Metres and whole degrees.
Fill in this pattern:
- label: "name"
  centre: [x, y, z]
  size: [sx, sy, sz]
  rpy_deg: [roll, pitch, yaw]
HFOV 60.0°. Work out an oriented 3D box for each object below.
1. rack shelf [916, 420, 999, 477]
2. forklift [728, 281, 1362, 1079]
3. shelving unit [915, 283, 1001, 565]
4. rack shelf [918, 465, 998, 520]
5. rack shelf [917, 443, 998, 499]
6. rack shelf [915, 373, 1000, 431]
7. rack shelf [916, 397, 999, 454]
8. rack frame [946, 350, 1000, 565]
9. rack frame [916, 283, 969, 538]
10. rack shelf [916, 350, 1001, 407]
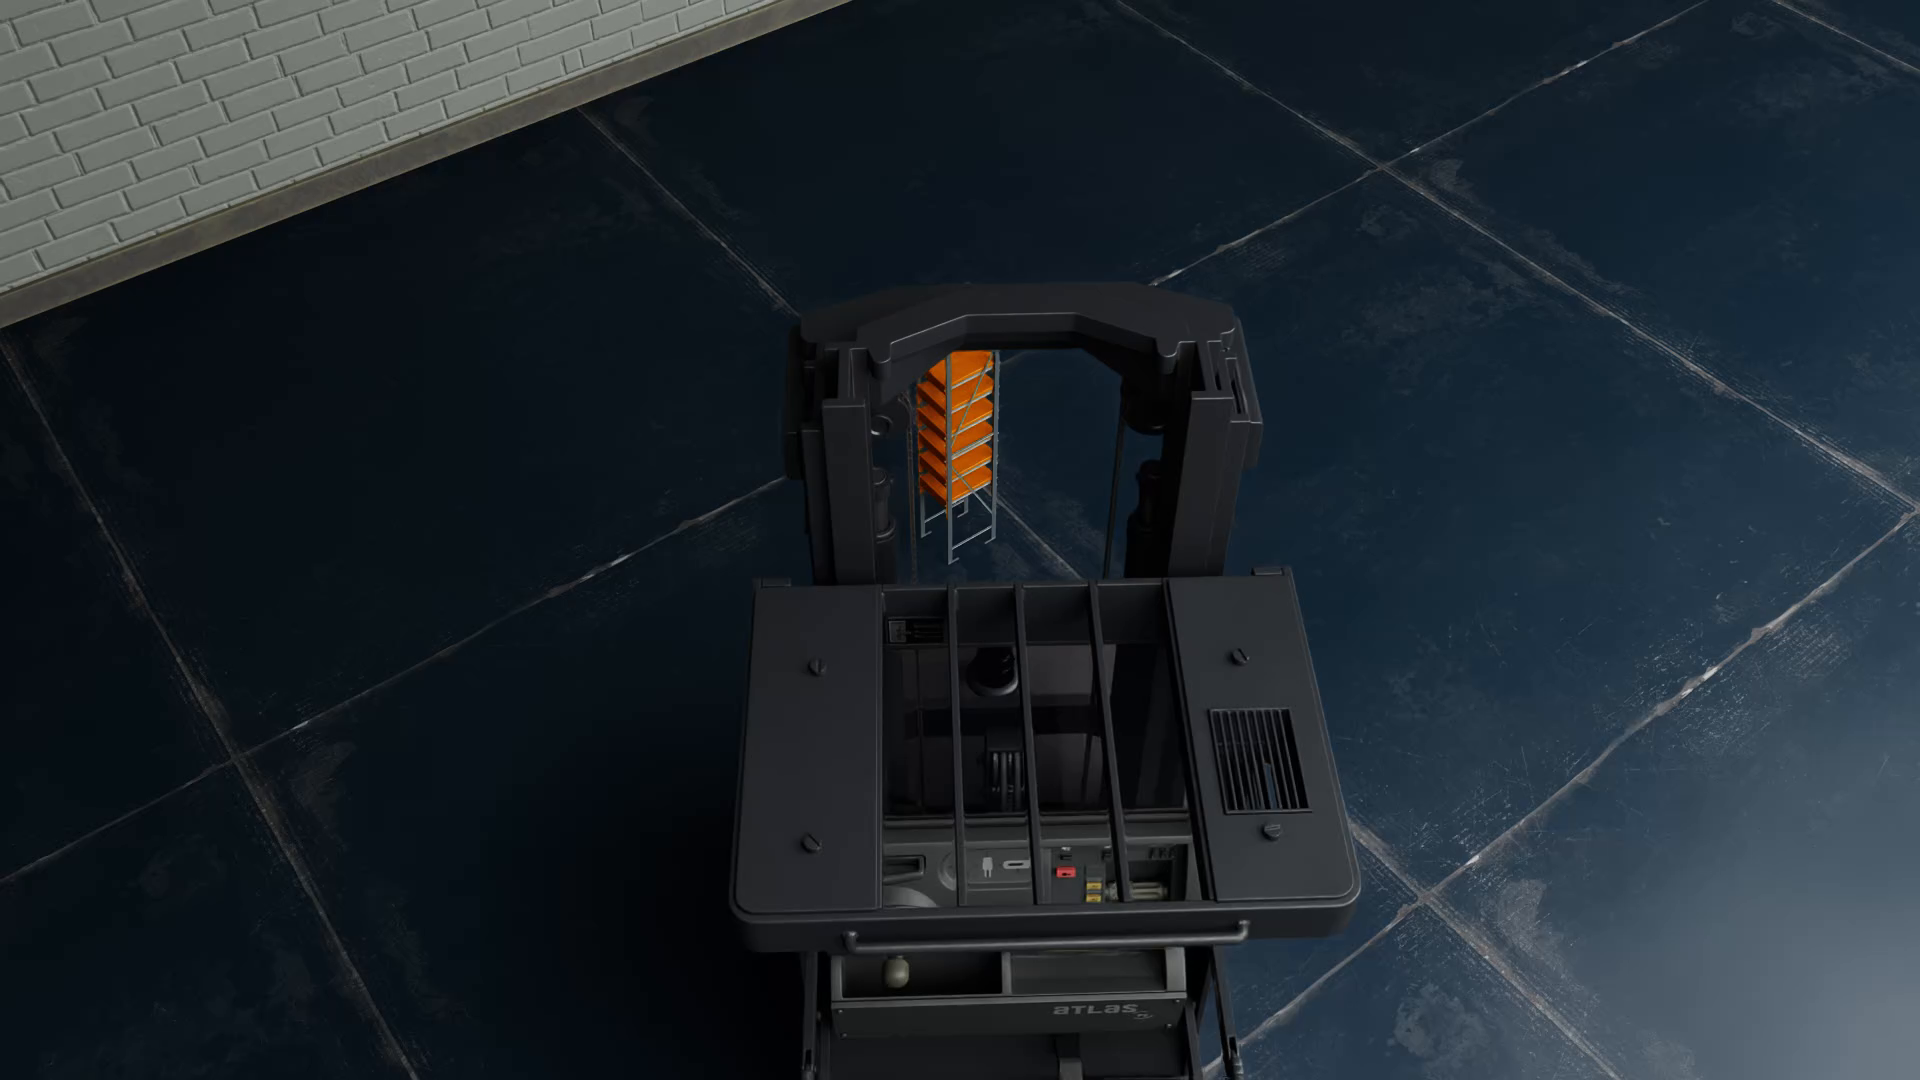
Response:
- label: "rack shelf"
  centre: [-0.009, -0.382, 6.345]
  size: [0.258, 0.103, 0.180]
  rpy_deg: [-29, 54, -24]
- label: "forklift"
  centre: [0.135, 0.980, 3.882]
  size: [1.130, 2.935, 3.031]
  rpy_deg: [-1, 48, -1]
- label: "shelving unit"
  centre: [-0.009, -0.412, 6.312]
  size: [0.258, 1.200, 0.189]
  rpy_deg: [-29, 54, -24]
- label: "rack shelf"
  centre: [-0.009, -0.220, 6.523]
  size: [0.258, 0.103, 0.180]
  rpy_deg: [-29, 54, -24]
- label: "rack shelf"
  centre: [-0.009, -0.301, 6.434]
  size: [0.258, 0.103, 0.180]
  rpy_deg: [-29, 54, -24]
- label: "rack shelf"
  centre: [-0.009, -0.543, 6.167]
  size: [0.258, 0.103, 0.180]
  rpy_deg: [-29, 54, -24]
- label: "rack shelf"
  centre: [-0.009, -0.462, 6.256]
  size: [0.258, 0.103, 0.180]
  rpy_deg: [-29, 54, -24]
- label: "rack frame"
  centre: [0.047, -0.358, 6.263]
  size: [0.240, 1.200, 0.006]
  rpy_deg: [-29, 54, -24]
- label: "rack frame"
  centre: [-0.064, -0.465, 6.361]
  size: [0.240, 1.200, 0.006]
  rpy_deg: [-29, 54, -24]
- label: "rack shelf"
  centre: [-0.009, -0.623, 6.078]
  size: [0.258, 0.103, 0.180]
  rpy_deg: [-29, 54, -24]
